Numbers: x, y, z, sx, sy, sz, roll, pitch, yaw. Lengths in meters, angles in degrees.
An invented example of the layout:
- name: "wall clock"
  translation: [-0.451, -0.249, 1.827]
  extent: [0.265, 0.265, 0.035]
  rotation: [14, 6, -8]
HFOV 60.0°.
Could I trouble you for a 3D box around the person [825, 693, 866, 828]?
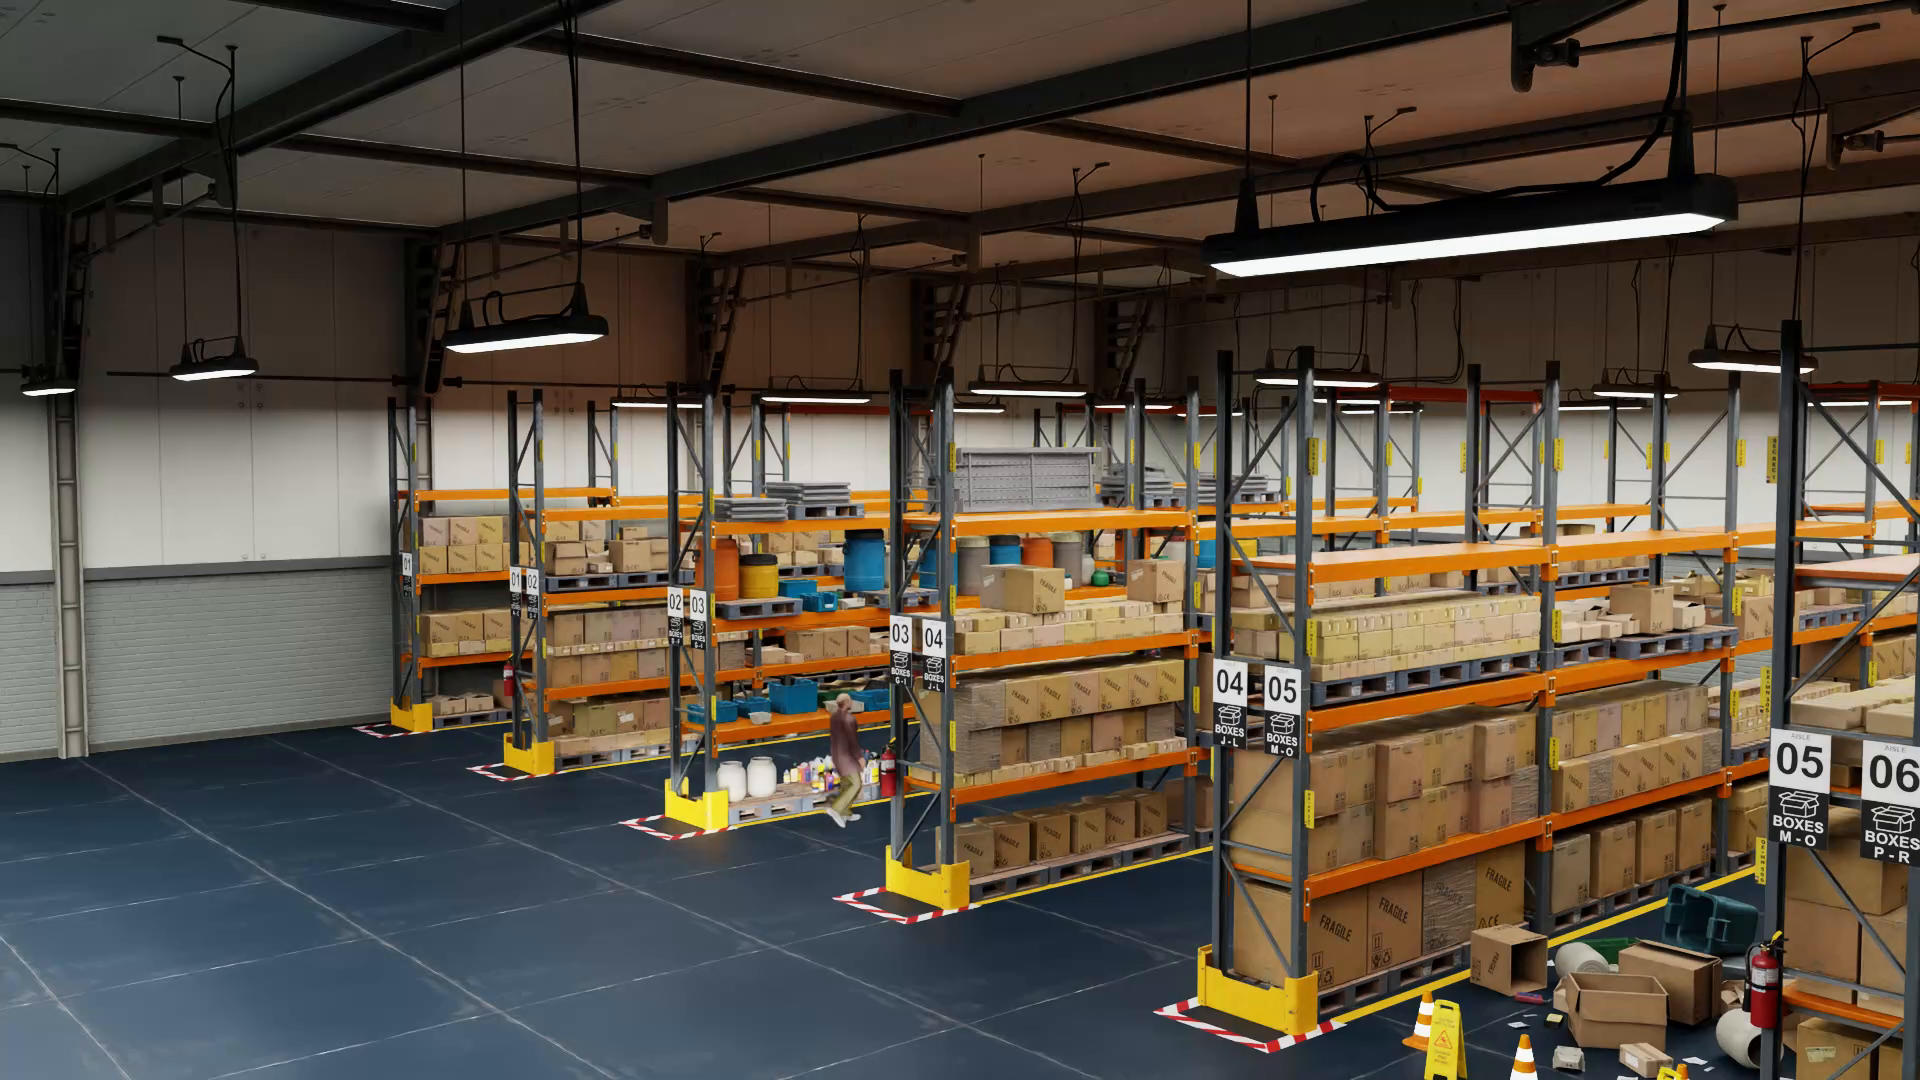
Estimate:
- name: "person"
  translation: [-1.578, 2.968, 22.525]
  extent: [0.595, 1.771, 0.711]
  rotation: [-1, 4, -22]
